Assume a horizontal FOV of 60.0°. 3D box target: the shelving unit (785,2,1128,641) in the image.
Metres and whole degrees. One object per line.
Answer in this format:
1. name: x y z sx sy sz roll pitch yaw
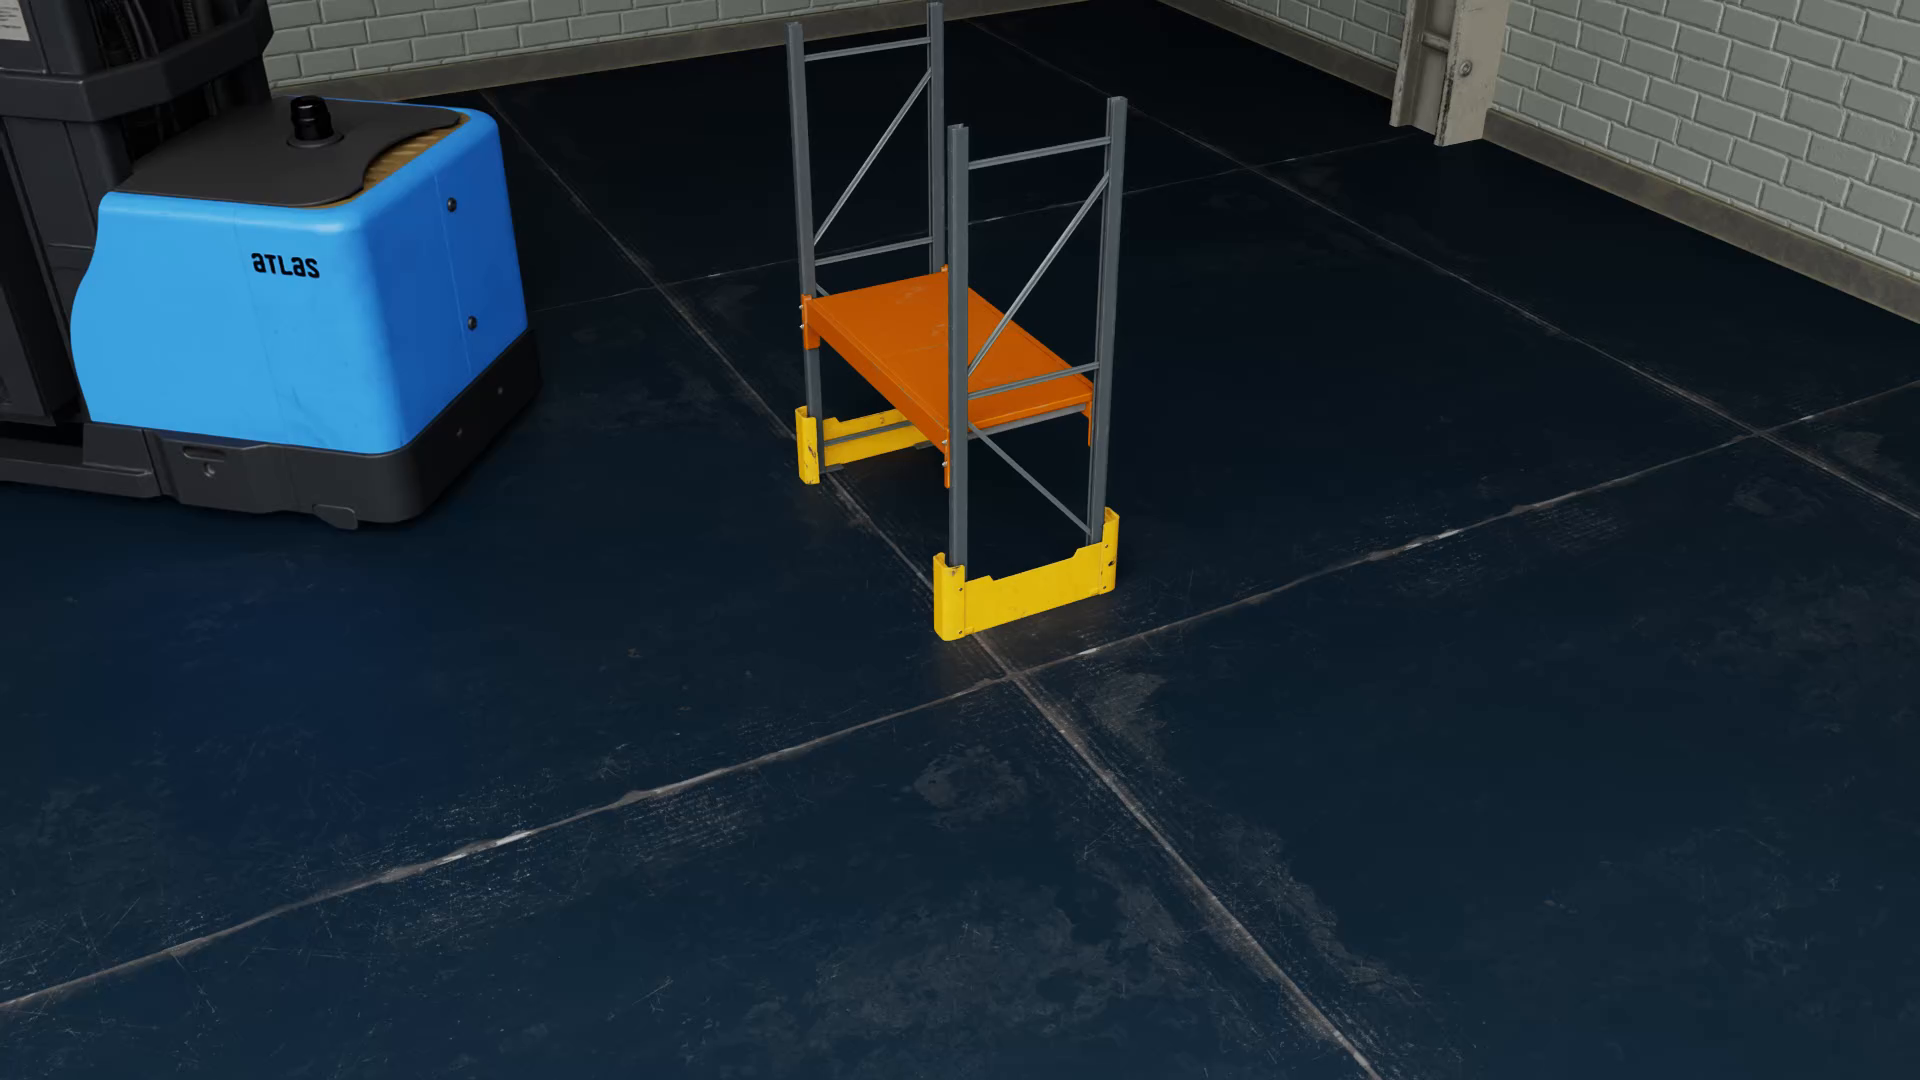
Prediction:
1. shelving unit: -0.036 -0.668 4.902 0.587 1.500 1.083 -16 36 -23

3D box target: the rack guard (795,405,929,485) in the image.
1. rack guard: -0.268 -0.379 5.610 0.587 0.250 0.087 -16 36 -23

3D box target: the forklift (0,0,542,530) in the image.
1. forklift: -3.076 -1.671 5.141 3.031 2.935 1.130 7 33 11

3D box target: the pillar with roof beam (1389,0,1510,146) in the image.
1. pillar with roof beam: -1.360 -4.808 4.413 9.100 9.000 0.400 -16 36 -23

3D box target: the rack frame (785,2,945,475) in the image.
1. rack frame: -0.277 -0.915 5.288 0.500 1.500 0.032 -16 36 -23

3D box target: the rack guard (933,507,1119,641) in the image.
1. rack guard: 0.197 0.096 4.868 0.587 0.250 0.087 -16 36 -23

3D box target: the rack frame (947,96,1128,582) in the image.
1. rack frame: 0.197 -0.430 4.530 0.500 1.500 0.032 -16 36 -23

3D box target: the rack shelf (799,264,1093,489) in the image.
1. rack shelf: -0.040 -0.521 5.006 0.538 0.185 1.000 -16 36 -23
